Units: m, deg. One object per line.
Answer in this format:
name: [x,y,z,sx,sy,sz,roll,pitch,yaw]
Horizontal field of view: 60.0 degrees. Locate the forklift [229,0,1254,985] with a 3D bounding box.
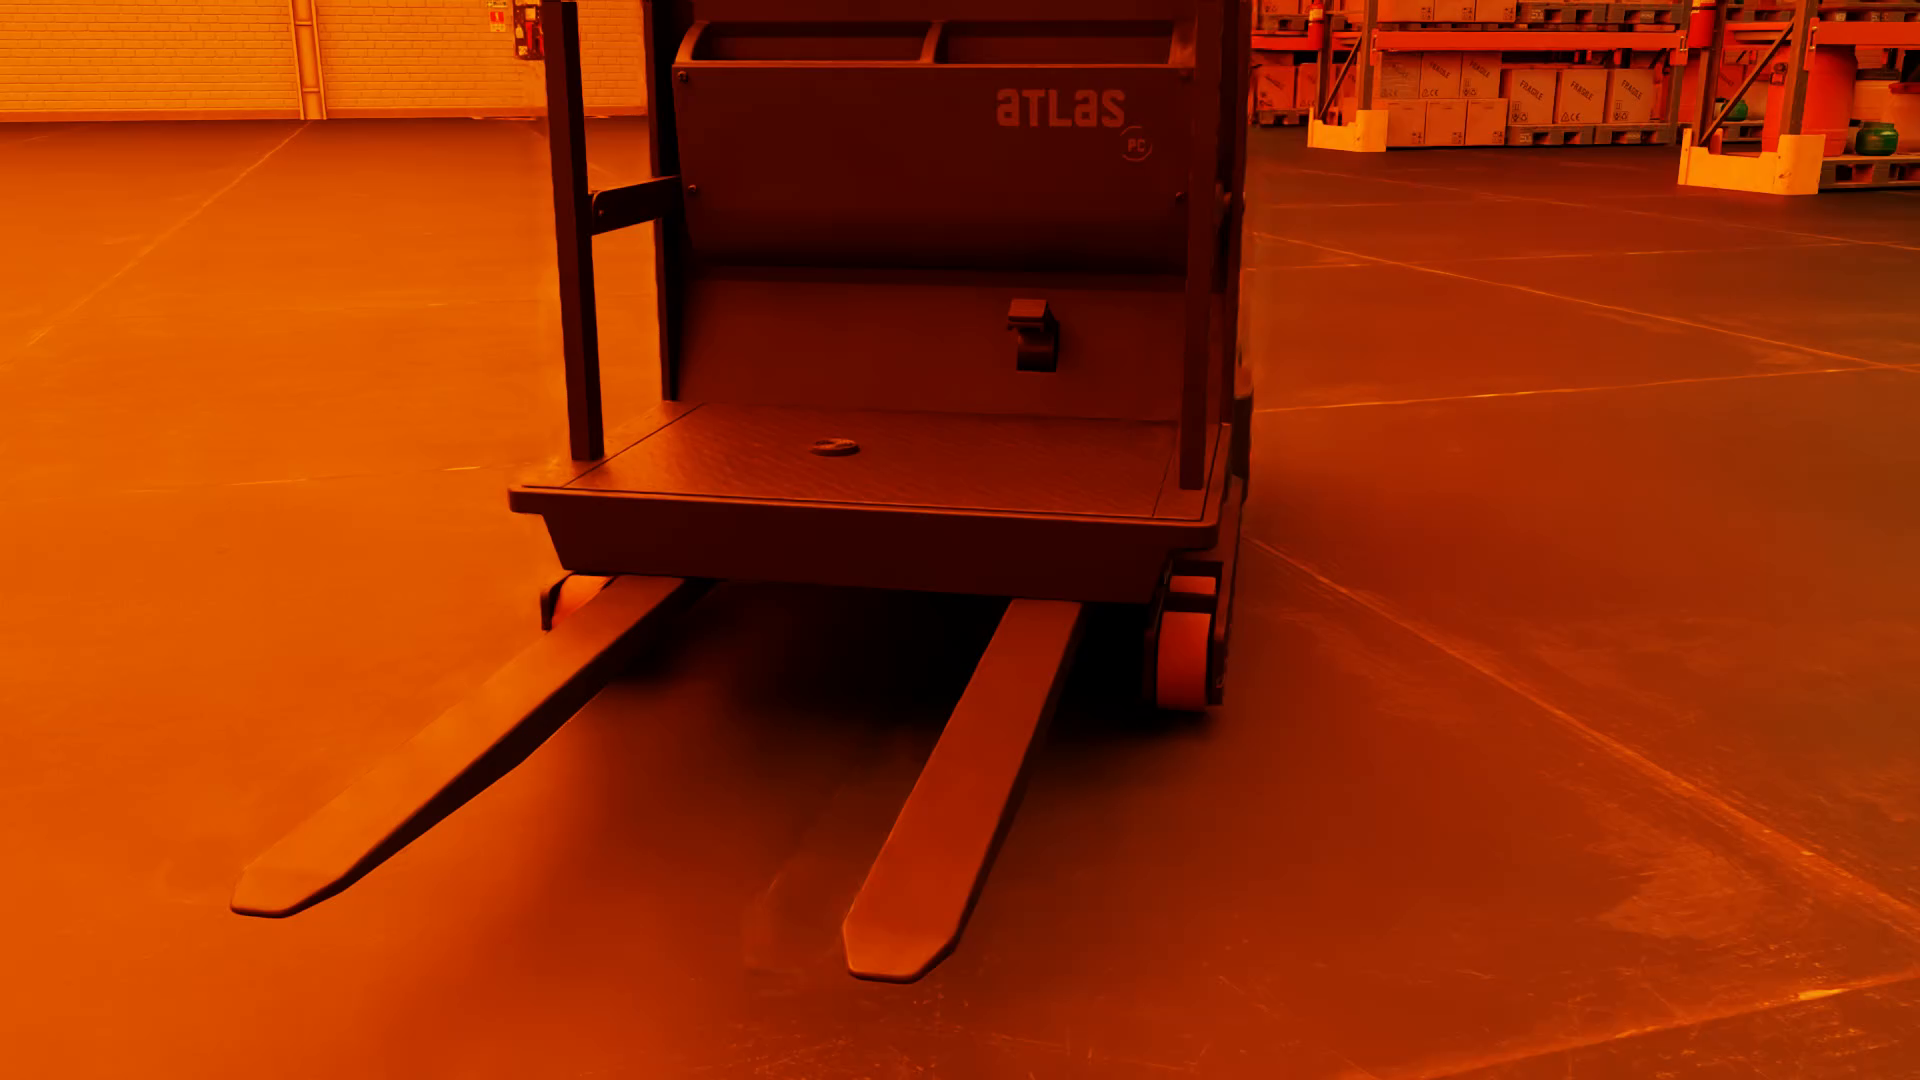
forklift: [-0.080,-1.243,2.594,1.130,2.935,3.031,3,17,11]
